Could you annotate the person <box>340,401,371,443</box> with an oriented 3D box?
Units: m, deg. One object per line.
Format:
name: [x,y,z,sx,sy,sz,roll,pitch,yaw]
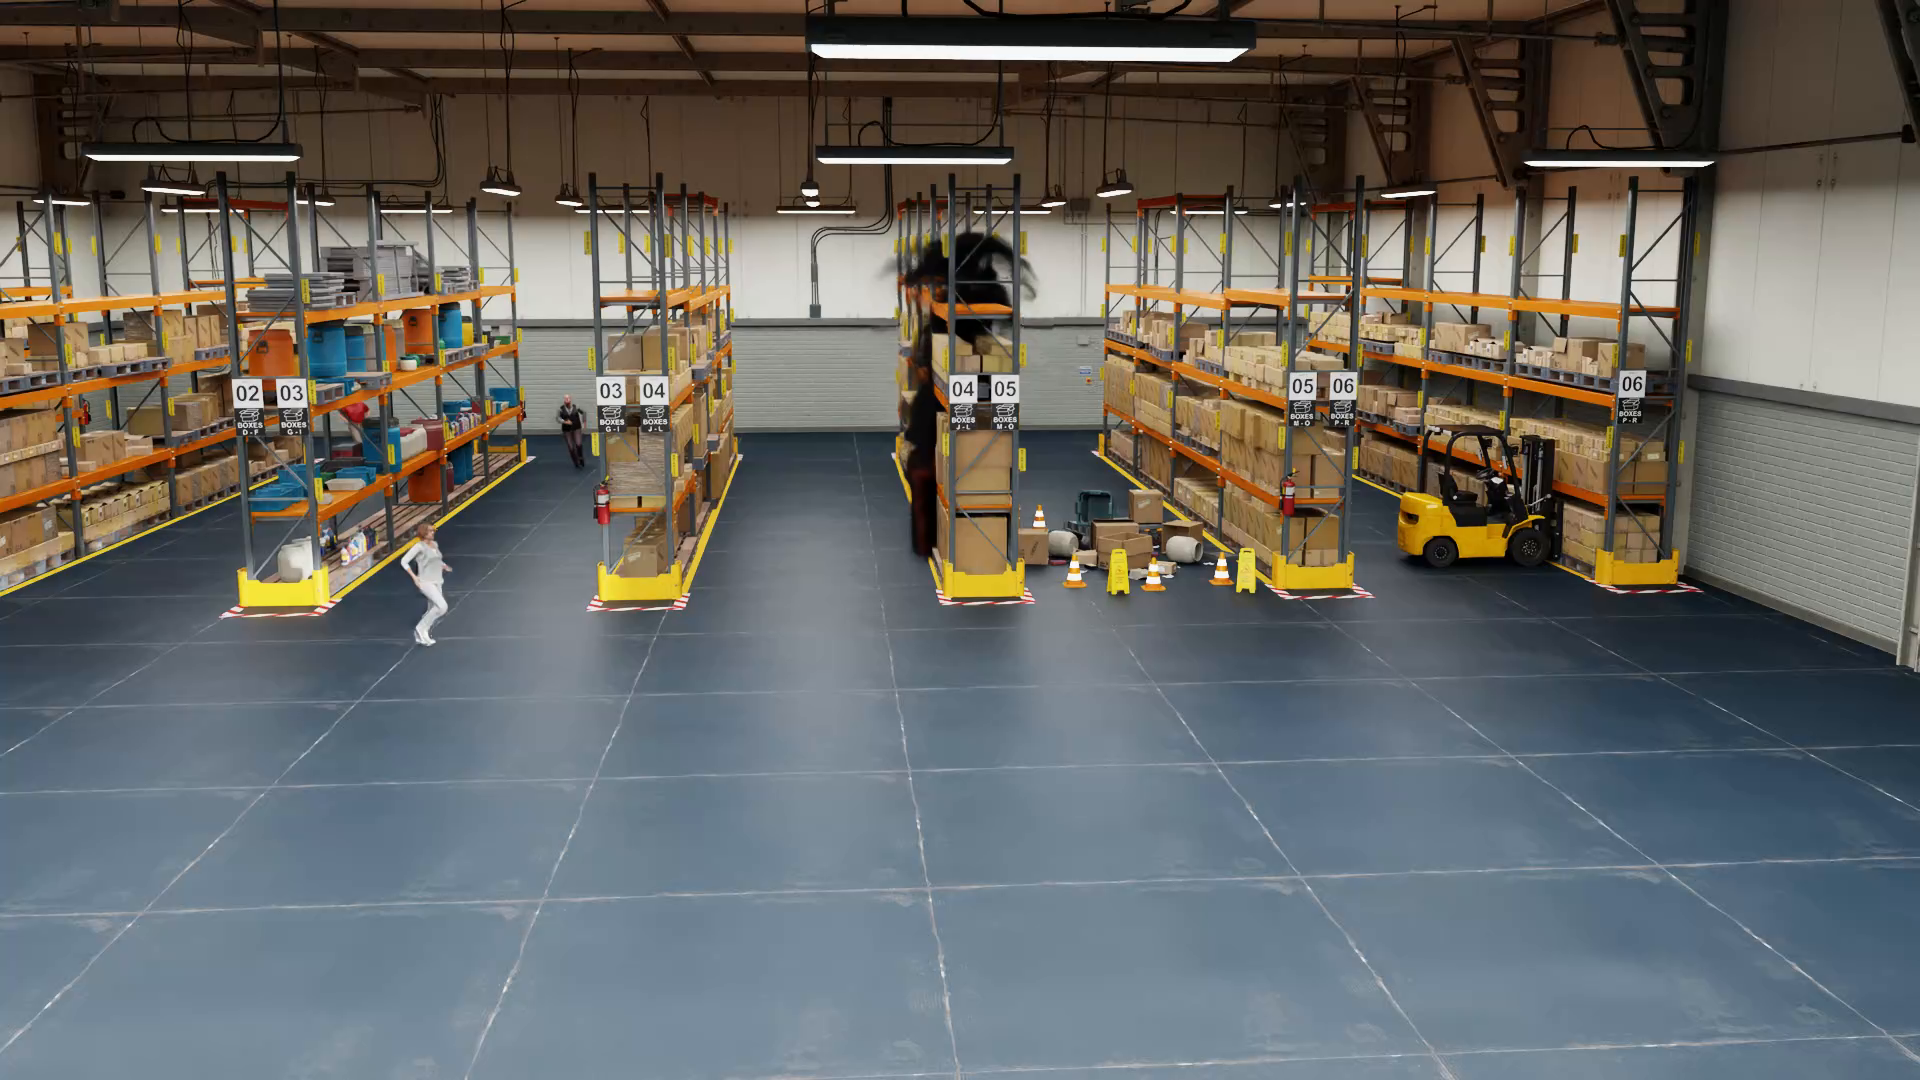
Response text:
person: [-14.033,-2.609,38.690,0.687,1.672,0.577,-5,11,-28]

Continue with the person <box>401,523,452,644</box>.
person: [-6.658,0.562,20.940,0.605,1.563,0.513,3,10,16]

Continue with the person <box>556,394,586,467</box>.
person: [-8.859,-2.482,37.894,0.667,1.671,0.612,-1,10,-8]

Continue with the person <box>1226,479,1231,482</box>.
person: [5.772,-2.058,35.391,0.638,1.755,0.730,-2,10,-13]
